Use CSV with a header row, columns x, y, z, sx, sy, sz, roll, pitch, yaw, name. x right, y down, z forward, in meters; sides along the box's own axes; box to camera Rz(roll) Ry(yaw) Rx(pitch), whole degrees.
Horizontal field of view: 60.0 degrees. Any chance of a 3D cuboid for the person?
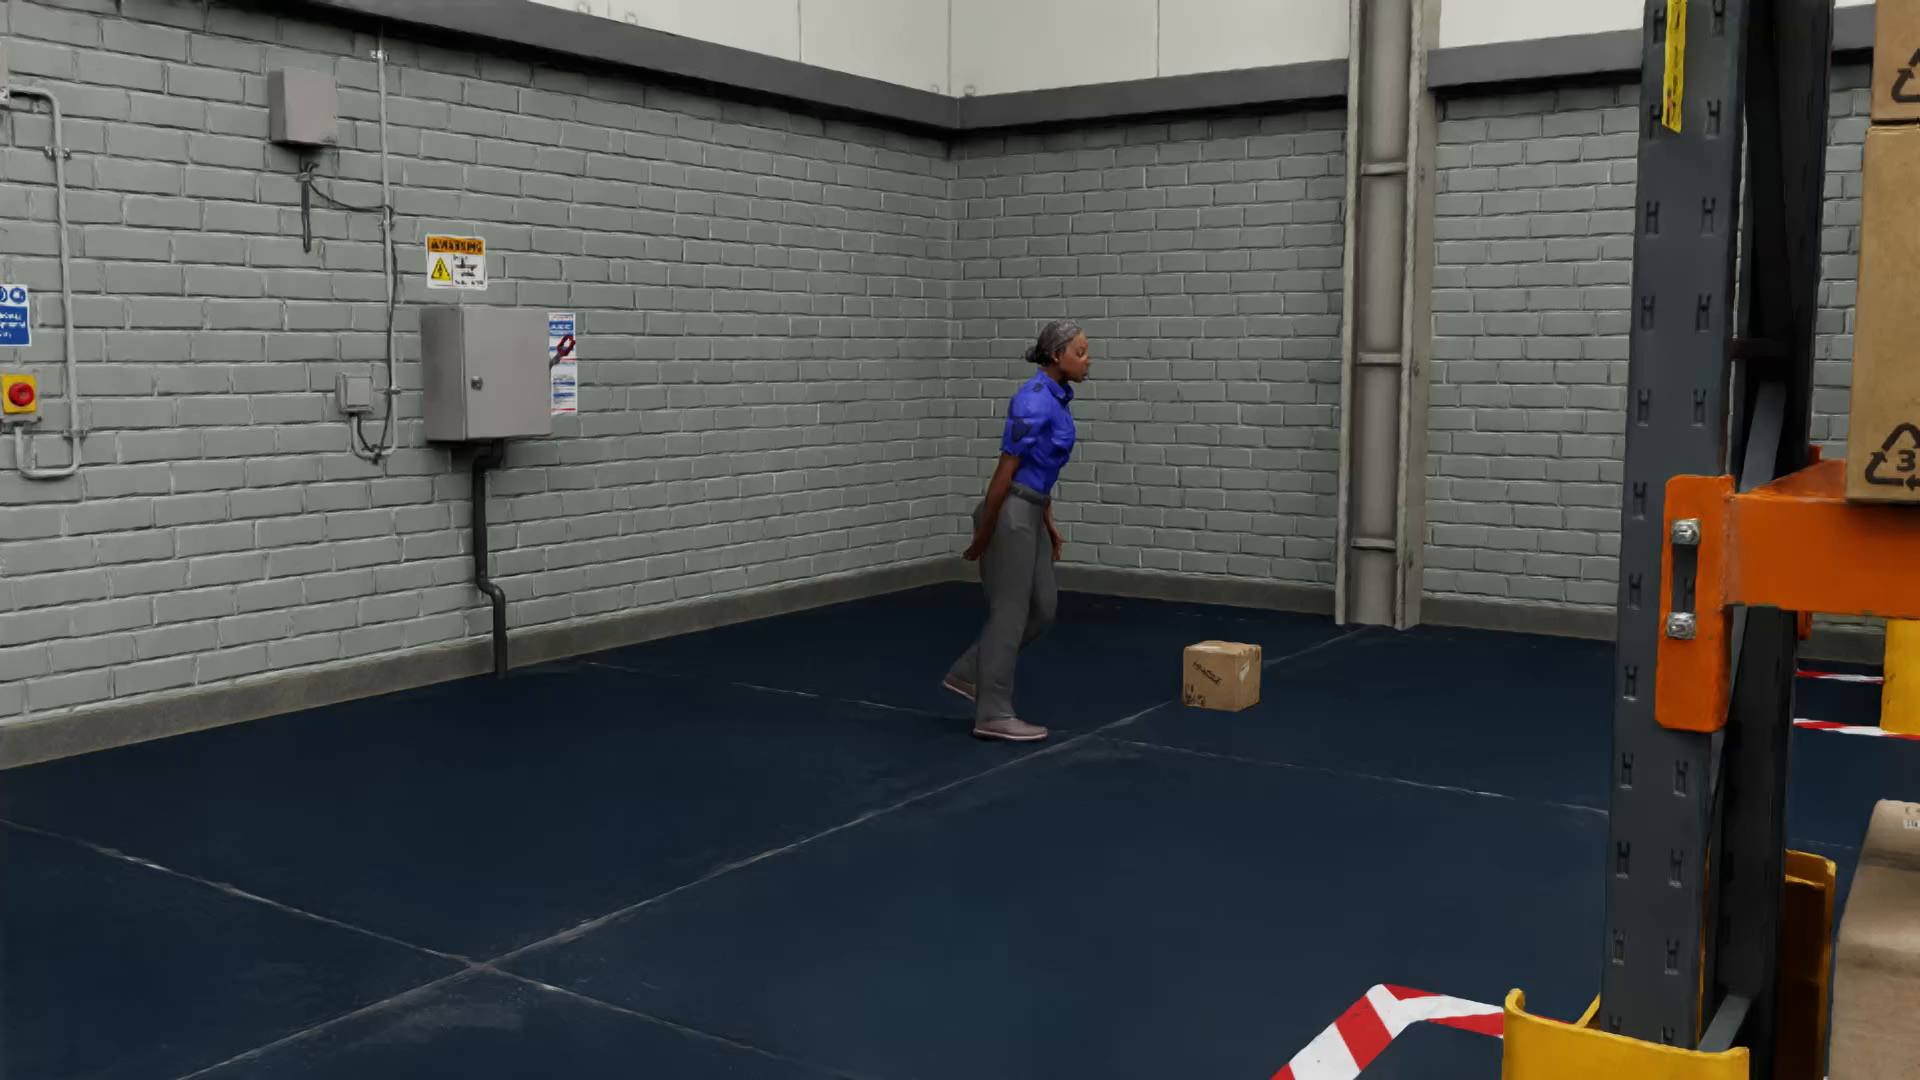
x,y,z,sx,sy,sz,roll,pitch,yaw,name
0.205,-0.044,6.525,0.614,1.635,0.448,1,7,12,person
